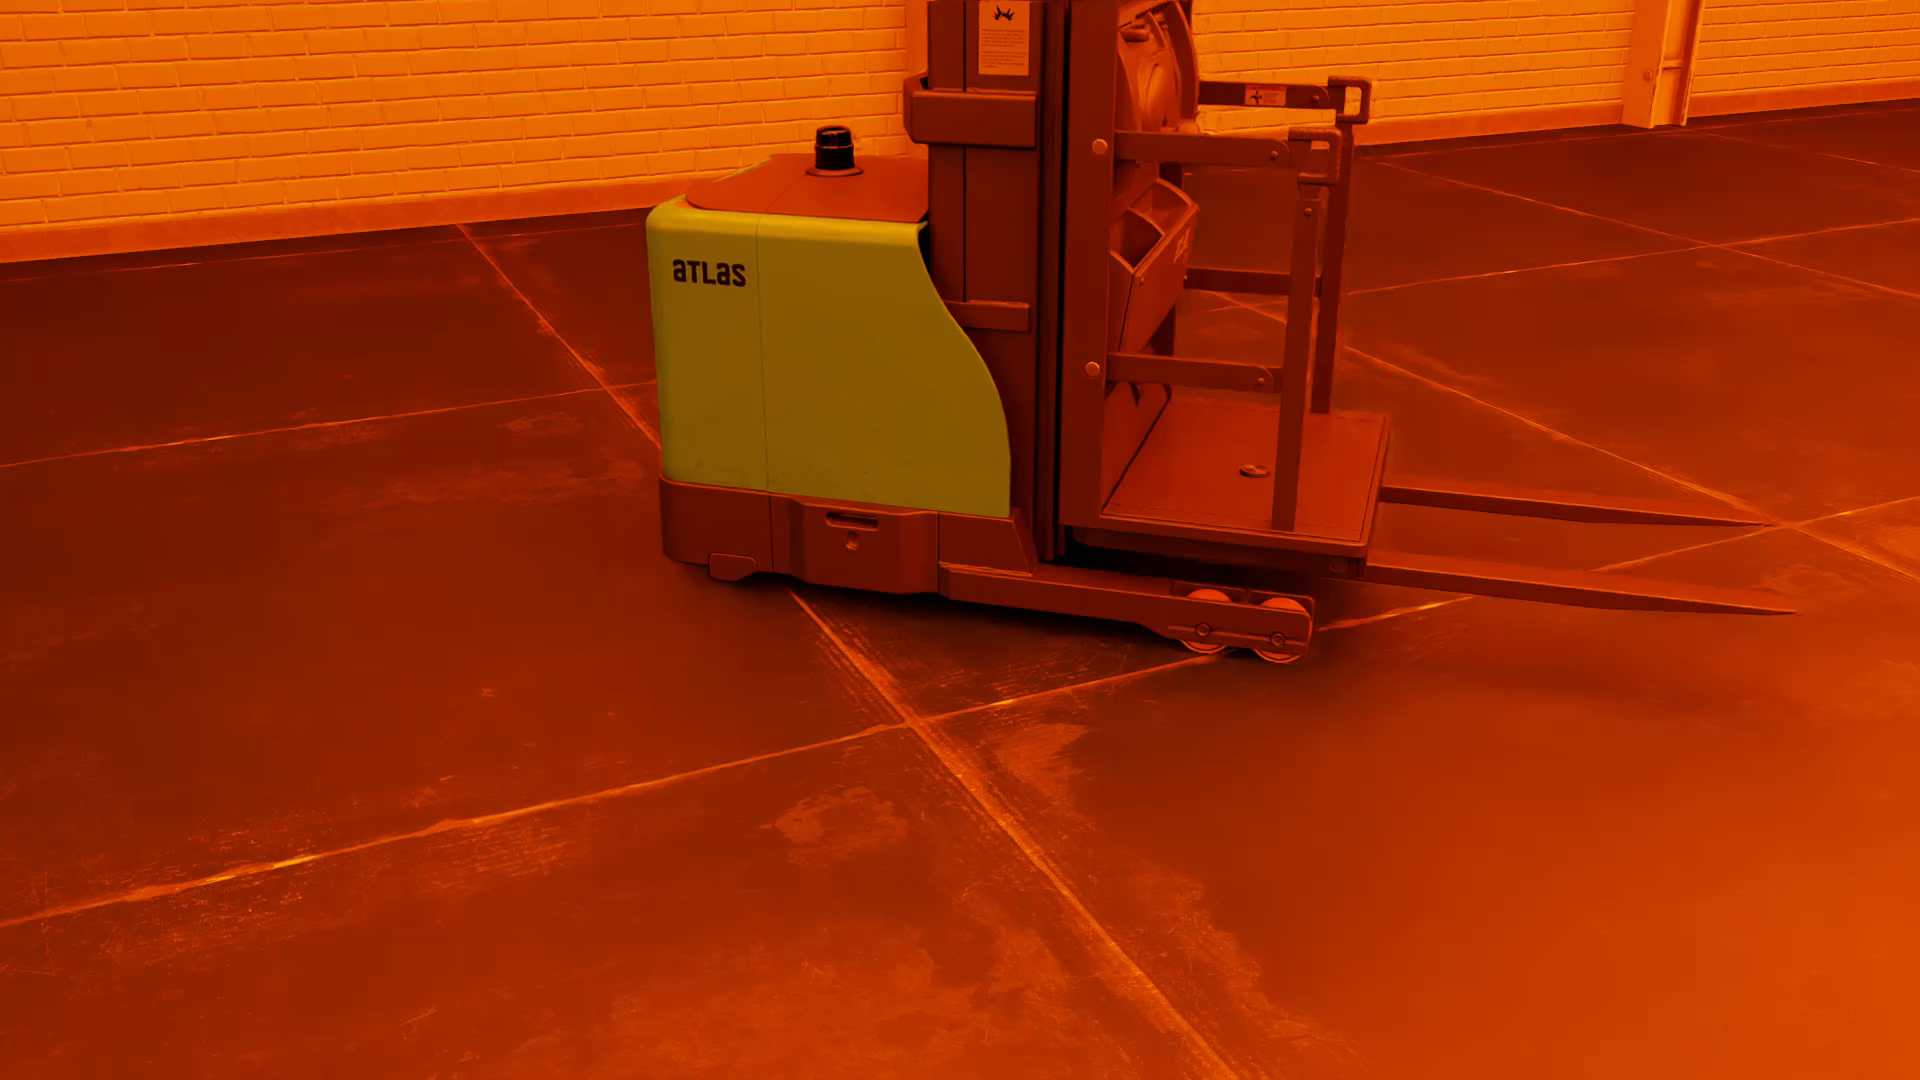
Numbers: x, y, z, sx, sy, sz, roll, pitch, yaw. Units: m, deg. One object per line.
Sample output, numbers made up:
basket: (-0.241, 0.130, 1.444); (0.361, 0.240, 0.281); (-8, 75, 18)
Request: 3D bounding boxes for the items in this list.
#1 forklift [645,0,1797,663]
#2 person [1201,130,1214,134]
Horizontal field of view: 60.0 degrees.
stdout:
forklift: (0.711, -1.260, 4.320); (3.031, 2.935, 1.130); (7, 23, 15)
person: (0.623, -1.247, 6.277); (1.036, 1.459, 0.829); (-10, 24, -22)
